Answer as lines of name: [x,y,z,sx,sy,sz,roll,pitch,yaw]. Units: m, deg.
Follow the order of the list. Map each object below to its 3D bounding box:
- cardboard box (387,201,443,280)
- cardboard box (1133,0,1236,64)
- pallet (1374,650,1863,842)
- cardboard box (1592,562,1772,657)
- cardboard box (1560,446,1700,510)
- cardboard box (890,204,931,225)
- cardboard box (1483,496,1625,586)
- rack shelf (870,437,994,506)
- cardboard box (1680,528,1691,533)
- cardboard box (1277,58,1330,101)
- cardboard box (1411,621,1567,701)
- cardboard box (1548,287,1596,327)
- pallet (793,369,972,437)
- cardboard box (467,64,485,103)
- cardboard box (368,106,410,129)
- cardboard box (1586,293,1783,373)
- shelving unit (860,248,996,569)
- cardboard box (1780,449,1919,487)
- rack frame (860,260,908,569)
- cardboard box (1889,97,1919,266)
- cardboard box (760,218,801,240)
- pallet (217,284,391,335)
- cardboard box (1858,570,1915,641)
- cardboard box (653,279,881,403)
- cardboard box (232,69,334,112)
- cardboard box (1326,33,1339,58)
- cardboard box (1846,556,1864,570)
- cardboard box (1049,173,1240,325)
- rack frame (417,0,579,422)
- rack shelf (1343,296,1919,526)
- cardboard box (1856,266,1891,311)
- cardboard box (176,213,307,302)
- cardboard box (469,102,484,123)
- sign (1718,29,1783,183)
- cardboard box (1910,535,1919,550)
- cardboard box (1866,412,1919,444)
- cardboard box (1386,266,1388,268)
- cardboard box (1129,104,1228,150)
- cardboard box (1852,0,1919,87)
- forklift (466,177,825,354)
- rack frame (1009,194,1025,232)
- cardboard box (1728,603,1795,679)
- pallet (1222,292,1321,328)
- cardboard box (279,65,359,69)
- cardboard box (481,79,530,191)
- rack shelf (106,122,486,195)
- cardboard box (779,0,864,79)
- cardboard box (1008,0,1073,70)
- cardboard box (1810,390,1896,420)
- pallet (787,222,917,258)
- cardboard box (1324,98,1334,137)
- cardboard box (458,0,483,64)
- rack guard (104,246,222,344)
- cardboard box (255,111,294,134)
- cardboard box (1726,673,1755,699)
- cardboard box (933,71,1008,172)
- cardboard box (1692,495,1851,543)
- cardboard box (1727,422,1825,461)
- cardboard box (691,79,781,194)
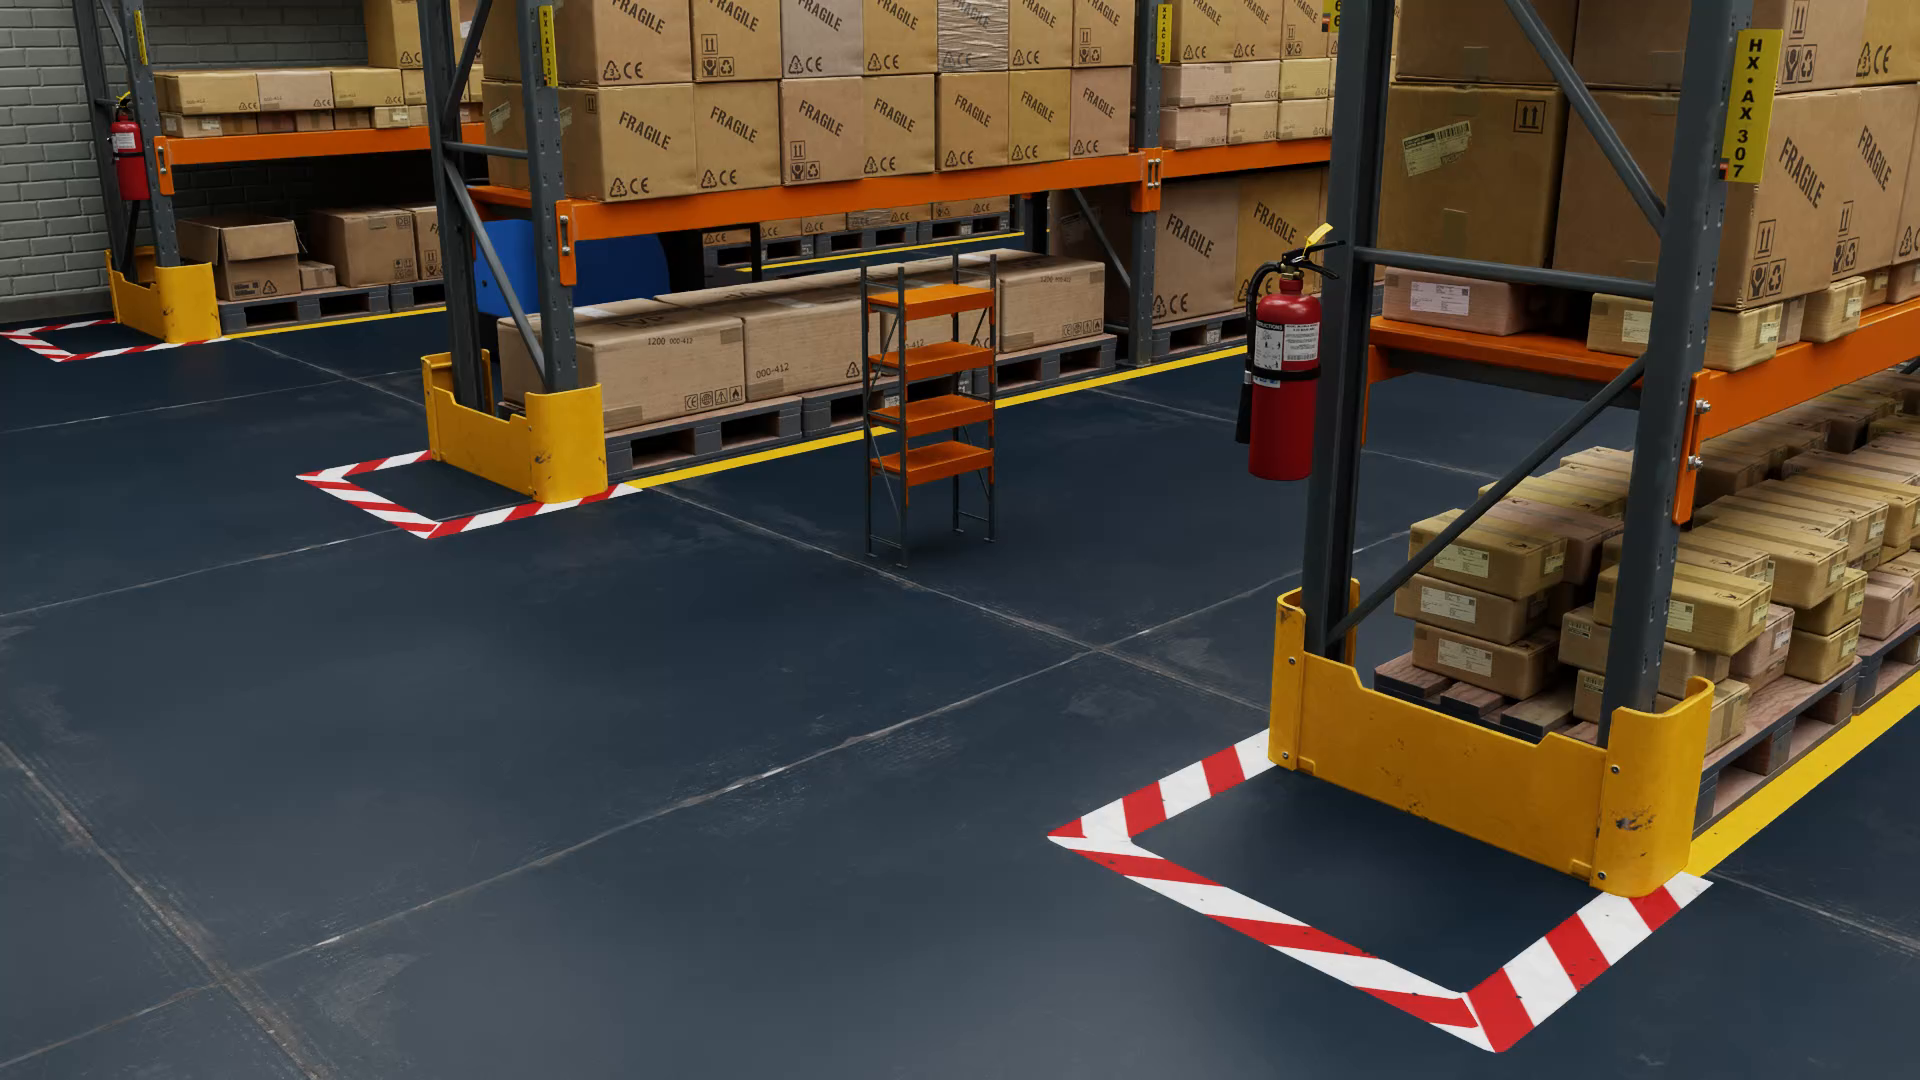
cardboard box: [-3.912,-2.246,12.420,0.500,0.500,0.500,-16,24,-40]
cardboard box: [1.314,-3.153,10.062,0.500,0.500,0.500,-16,24,-40]
pallet: [2.035,0.481,5.159,1.213,0.211,1.003,-16,24,-41]
cardboard box: [1.979,0.173,4.564,0.380,0.149,0.250,17,24,41]
cardboard box: [2.287,-0.195,5.699,0.250,0.149,0.380,-15,23,-39]
cardboard box: [-0.618,-3.218,15.418,0.500,0.500,0.500,-15,23,-39]
cardboard box: [1.797,-0.001,5.102,0.250,0.149,0.380,-16,24,-40]
rack shelf: [-0.120,-0.283,6.773,0.480,0.148,0.258,-16,24,-41]
cardboard box: [2.195,0.029,5.490,0.250,0.149,0.380,-17,24,-41]
cardboard box: [2.055,-3.015,10.853,0.500,0.250,0.500,-16,24,-40]
cardboard box: [1.604,0.333,5.036,0.250,0.149,0.380,-16,24,-40]
cardboard box: [1.614,-0.723,4.757,0.250,0.149,0.380,-16,24,-41]
pallet: [-0.696,-0.871,9.329,1.213,0.211,1.003,-16,24,-41]
cardboard box: [-3.544,-3.408,12.393,0.500,0.250,0.500,-16,24,-41]
cardboard box: [-4.125,-3.015,11.829,0.380,0.149,0.250,17,25,42]
cardboard box: [1.825,-0.541,4.197,0.250,0.149,0.380,-17,24,-41]
shelving unit: [-0.120,-0.536,6.691,0.503,1.200,0.258,-16,24,-41]
cardboard box: [3.038,-0.185,5.668,0.250,0.149,0.380,-16,24,-41]
rack frame: [-0.298,-0.484,6.532,0.015,1.200,0.240,-16,24,-41]
cardboard box: [2.617,-1.108,4.893,0.500,0.500,0.500,-16,24,-40]
cardboard box: [-1.730,-2.890,14.407,0.500,0.500,0.500,-17,24,-42]
pallet: [-4.889,-1.723,11.959,1.213,0.211,1.003,-16,24,-41]
cardboard box: [2.897,0.185,5.491,0.380,0.149,0.250,16,24,41]
cardboard box: [-1.039,-1.092,8.963,0.875,0.438,0.875,-15,24,-39]
cardboard box: [-4.642,-3.078,11.374,0.500,0.250,0.500,-16,24,-40]
cardboard box: [2.402,-3.483,11.082,0.500,0.500,0.500,-17,24,-42]
cardboard box: [2.665,0.071,5.360,0.380,0.149,0.250,16,24,41]
cardboard box: [1.192,-1.939,10.866,0.875,0.875,0.875,-15,23,-39]
rack frame: [-2.110,-1.753,7.529,0.127,3.000,1.000,-16,24,-41]
rack shelf: [2.818,-0.747,5.591,4.000,0.370,1.077,-16,24,-41]
cardboard box: [2.522,-0.787,4.955,0.250,0.149,0.380,-17,24,-41]
cardboard box: [-5.013,-1.985,11.612,0.797,0.503,0.637,17,24,42]
cardboard box: [-3.661,-3.209,12.425,0.250,0.149,0.380,-16,24,-40]
sign: [1.738,-0.956,3.665,0.005,0.325,0.100,-16,24,-41]
cardboard box: [3.260,-0.097,5.881,0.380,0.149,0.250,17,24,41]
cardboard box: [3.615,-0.351,6.180,0.250,0.149,0.380,-15,23,-39]
cardboard box: [3.144,-2.510,12.626,0.875,0.875,0.875,-17,24,-41]
cardboard box: [1.298,-2.564,10.271,0.500,0.250,0.500,-17,25,-42]
cardboard box: [2.236,-1.474,4.402,0.500,0.500,0.500,-15,23,-39]
forklift: [-1.898,-2.841,10.993,3.031,2.935,1.130,-17,25,-42]
rack frame: [0.290,-4.560,16.185,0.127,3.000,1.000,-16,24,-41]
cardboard box: [2.160,0.251,4.807,0.250,0.149,0.380,-16,24,-41]
pallet: [2.193,-1.715,11.931,1.213,0.211,1.003,-16,24,-41]
cardboard box: [-4.632,-3.305,12.075,0.500,0.250,0.500,-15,23,-39]
cardboard box: [-1.941,-1.962,8.011,0.500,0.500,0.500,-16,24,-41]
rack shelf: [-4.069,-2.946,12.375,4.000,0.370,1.077,-16,24,-41]
cardboard box: [-0.826,-2.536,8.160,0.500,0.500,0.500,-16,24,-41]
cardboard box: [0.270,-2.856,9.148,0.500,0.500,0.500,-17,24,-42]
cardboard box: [3.488,-0.503,6.650,0.250,0.149,0.380,-17,24,-42]
pallet: [-1.164,-2.827,15.360,1.213,0.211,1.003,-16,24,-41]
cardboard box: [2.426,-2.882,11.255,0.500,0.250,0.500,-17,24,-42]
cardboard box: [-3.881,-3.883,12.643,0.500,0.500,0.500,-17,25,-42]
rack guard: [-5.467,-1.692,11.392,0.348,0.500,1.175,-16,24,-41]
cardboard box: [-4.775,-2.881,11.415,0.250,0.149,0.380,-17,24,-42]
cardboard box: [2.099,0.378,4.897,0.250,0.149,0.380,-16,24,-41]
cardboard box: [-0.090,-2.273,8.969,0.500,0.500,0.500,-17,24,-42]
cardboard box: [2.491,-0.008,5.123,0.380,0.149,0.250,16,24,41]
cardboard box: [2.932,-0.331,6.119,0.380,0.149,0.250,17,24,42]
cardboard box: [-1.215,-1.952,7.978,0.500,0.500,0.500,-17,24,-42]
